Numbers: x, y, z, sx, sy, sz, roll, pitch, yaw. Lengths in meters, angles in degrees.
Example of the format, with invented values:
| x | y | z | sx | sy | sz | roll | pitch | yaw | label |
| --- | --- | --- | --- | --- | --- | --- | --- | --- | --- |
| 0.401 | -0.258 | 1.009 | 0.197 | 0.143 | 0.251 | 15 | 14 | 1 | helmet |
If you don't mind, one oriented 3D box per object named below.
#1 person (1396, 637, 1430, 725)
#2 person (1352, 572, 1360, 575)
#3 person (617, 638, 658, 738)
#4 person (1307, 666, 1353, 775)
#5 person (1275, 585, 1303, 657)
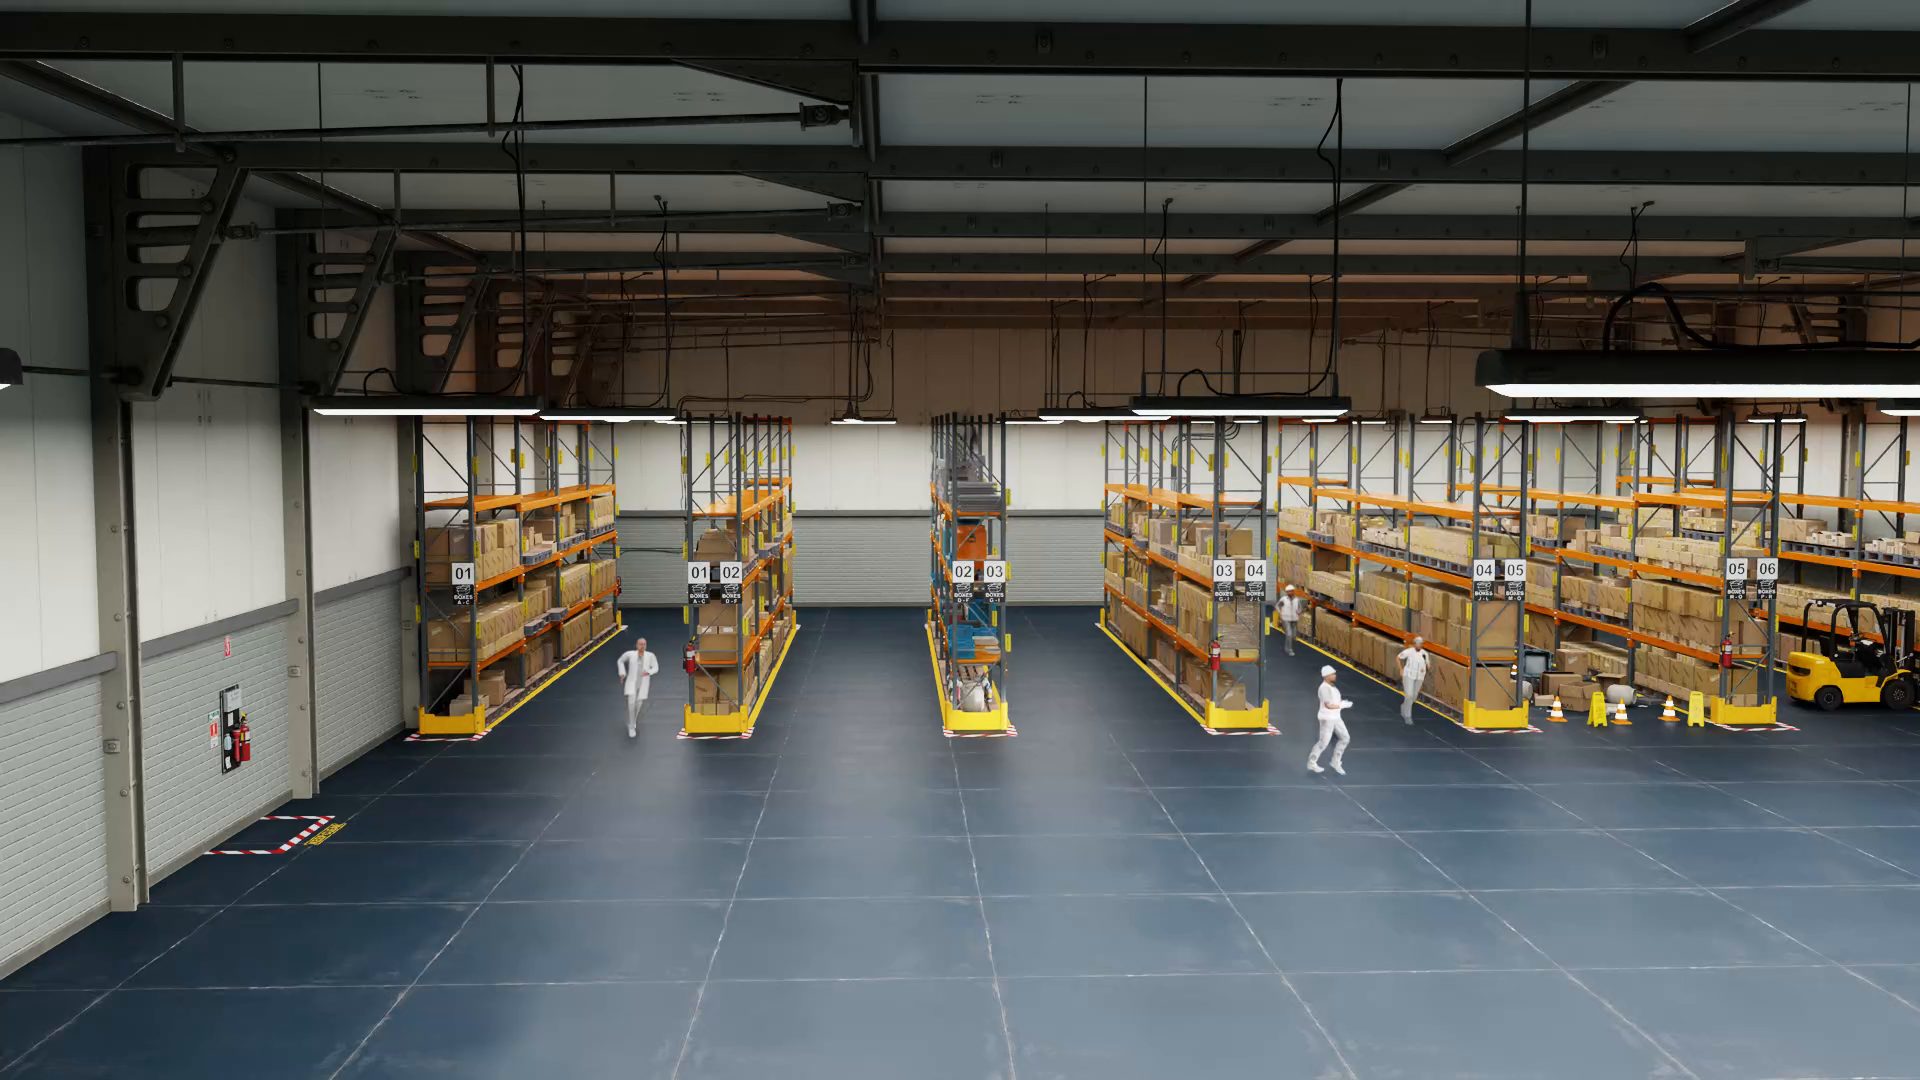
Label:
| x | y | z | sx | sy | sz | roll | pitch | yaw | label |
| --- | --- | --- | --- | --- | --- | --- | --- | --- | --- |
| 8.835 | 2.724 | 32.386 | 0.633 | 1.698 | 0.836 | 0 | 4 | -7 | person |
| 11.477 | 1.447 | 49.323 | 0.957 | 1.772 | 0.658 | -1 | 4 | -11 | person |
| -6.016 | 2.738 | 31.123 | 0.729 | 1.811 | 0.987 | -1 | 4 | -20 | person |
| 6.099 | 2.976 | 27.328 | 0.753 | 1.828 | 0.678 | 2 | 5 | 30 | person |
| 8.258 | 2.006 | 41.648 | 0.676 | 1.760 | 0.802 | -1 | 4 | -10 | person |
